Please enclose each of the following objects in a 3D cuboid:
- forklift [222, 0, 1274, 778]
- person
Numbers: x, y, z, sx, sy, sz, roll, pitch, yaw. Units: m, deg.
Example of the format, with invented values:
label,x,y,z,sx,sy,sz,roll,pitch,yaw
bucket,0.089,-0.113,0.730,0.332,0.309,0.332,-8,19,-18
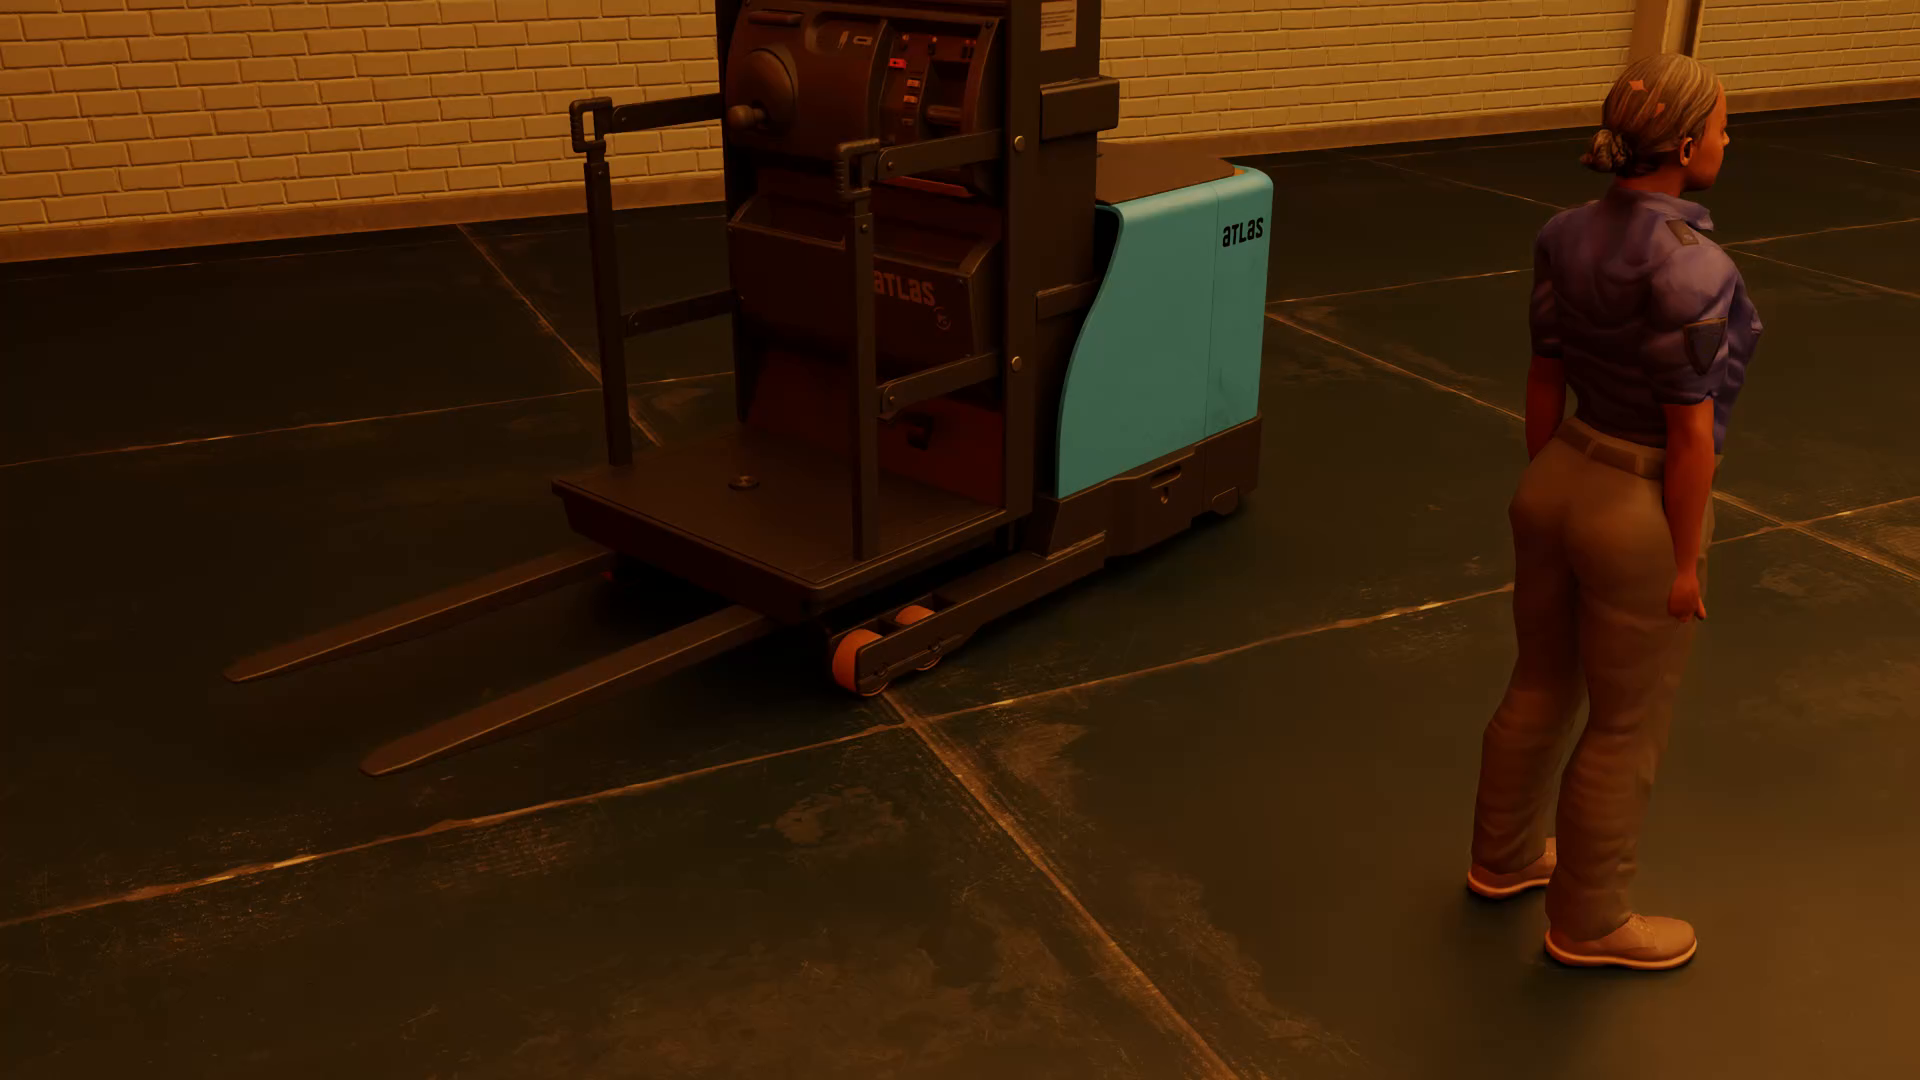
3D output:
label,x,y,z,sx,sy,sz,roll,pitch,yaw
forklift,-0.413,-1.182,4.131,1.130,2.935,3.031,19,29,39
person,1.196,-0.020,3.001,0.341,1.660,0.446,-8,24,-18
